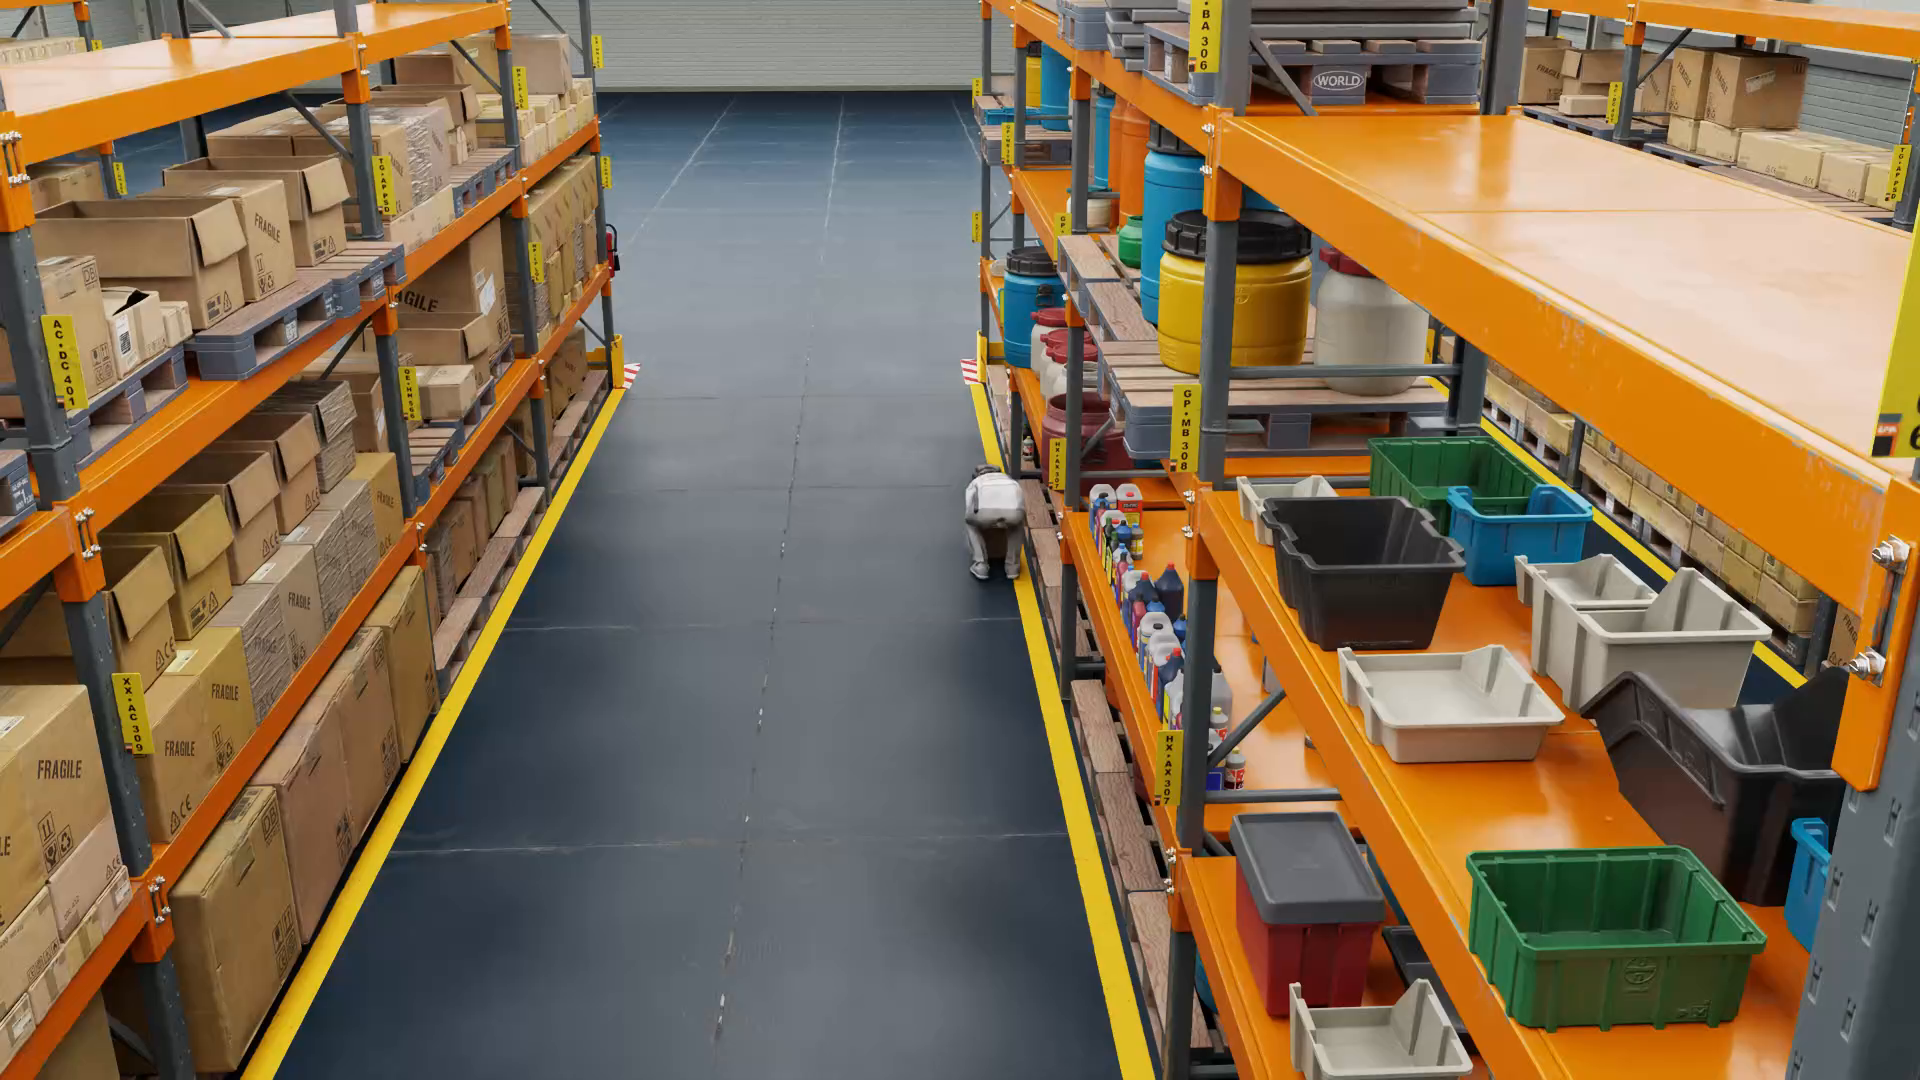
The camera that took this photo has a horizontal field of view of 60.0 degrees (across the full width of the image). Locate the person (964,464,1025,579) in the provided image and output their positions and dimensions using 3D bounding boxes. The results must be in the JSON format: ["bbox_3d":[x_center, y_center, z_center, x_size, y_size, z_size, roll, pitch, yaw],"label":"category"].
[{"bbox_3d":[0.263,-0.146,12.759,0.466,0.801,0.906,-2,21,-5],"label":"person"}]
